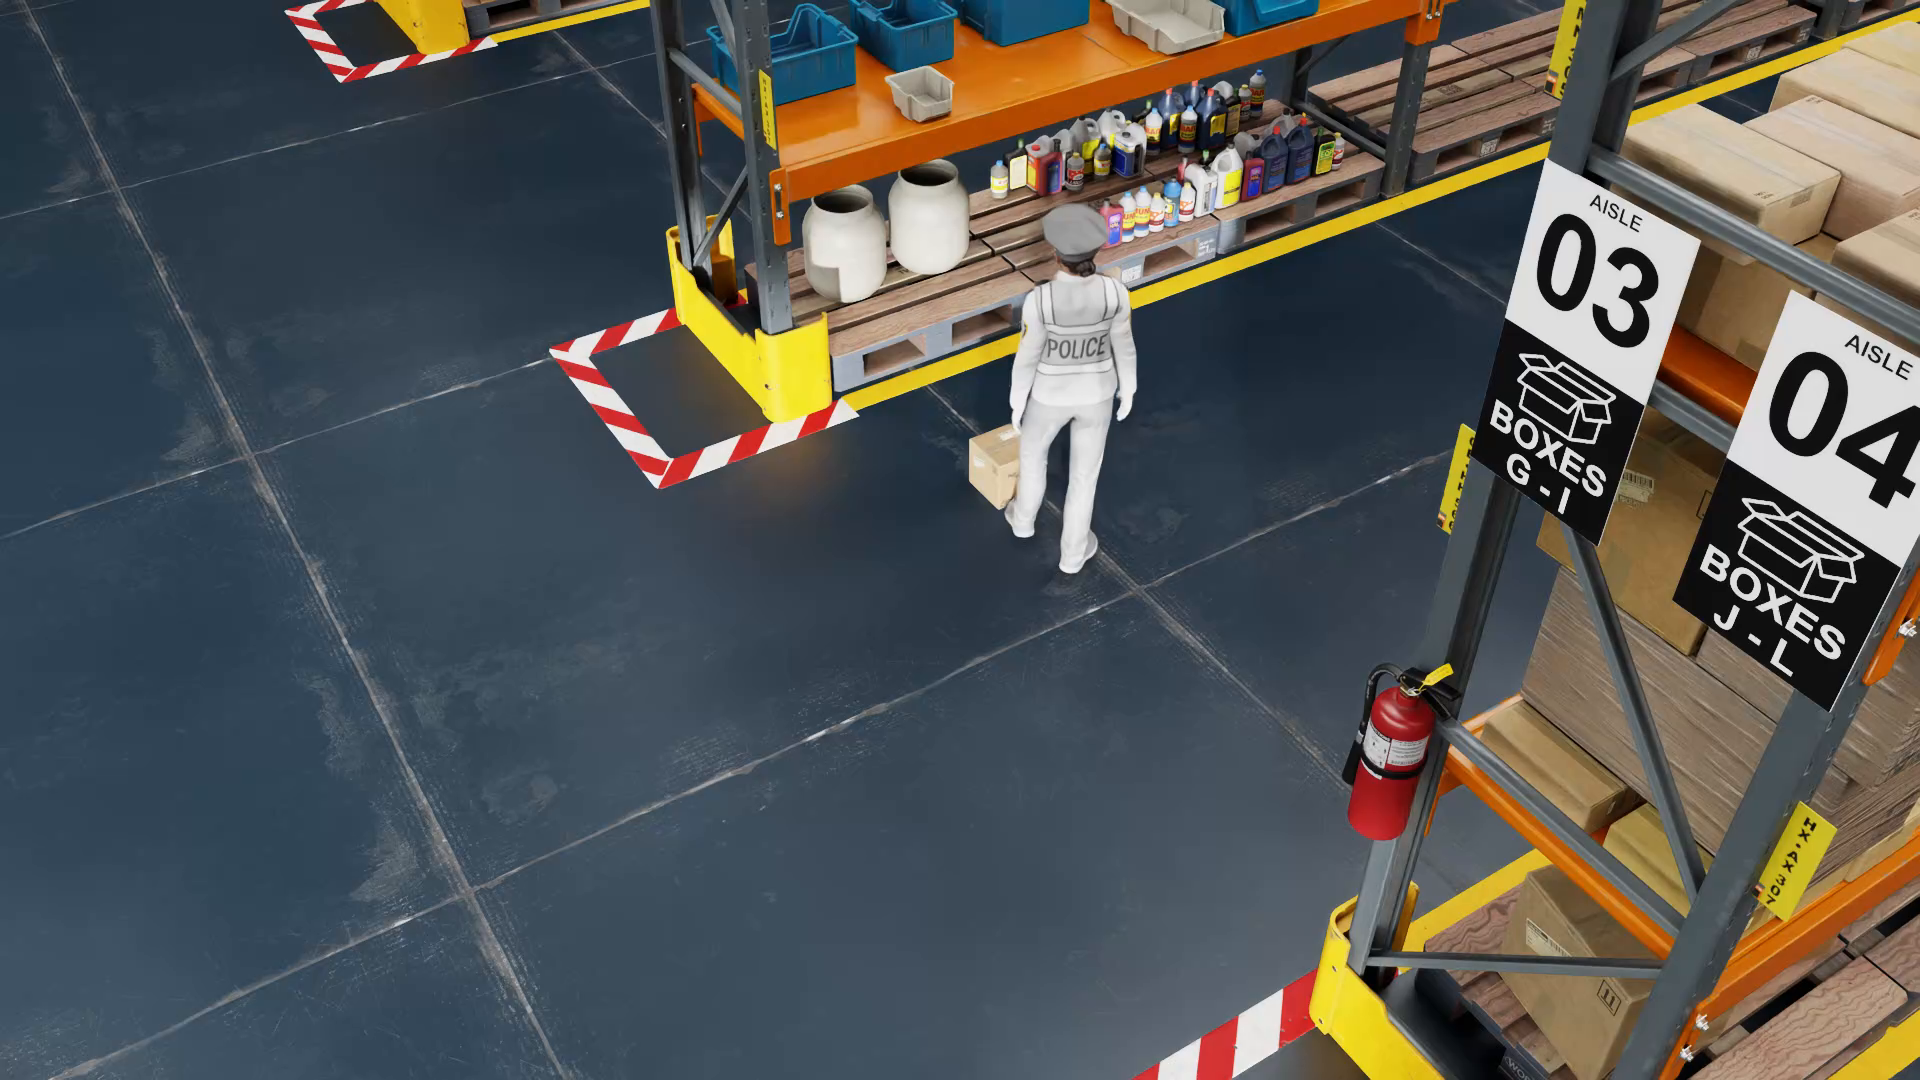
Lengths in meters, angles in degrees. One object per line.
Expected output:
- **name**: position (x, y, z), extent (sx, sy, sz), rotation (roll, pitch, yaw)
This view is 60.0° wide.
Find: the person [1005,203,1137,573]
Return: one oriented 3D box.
- **person**: position (0.458, -0.639, 6.874), extent (0.526, 1.685, 0.522), rotation (-2, 41, -2)
